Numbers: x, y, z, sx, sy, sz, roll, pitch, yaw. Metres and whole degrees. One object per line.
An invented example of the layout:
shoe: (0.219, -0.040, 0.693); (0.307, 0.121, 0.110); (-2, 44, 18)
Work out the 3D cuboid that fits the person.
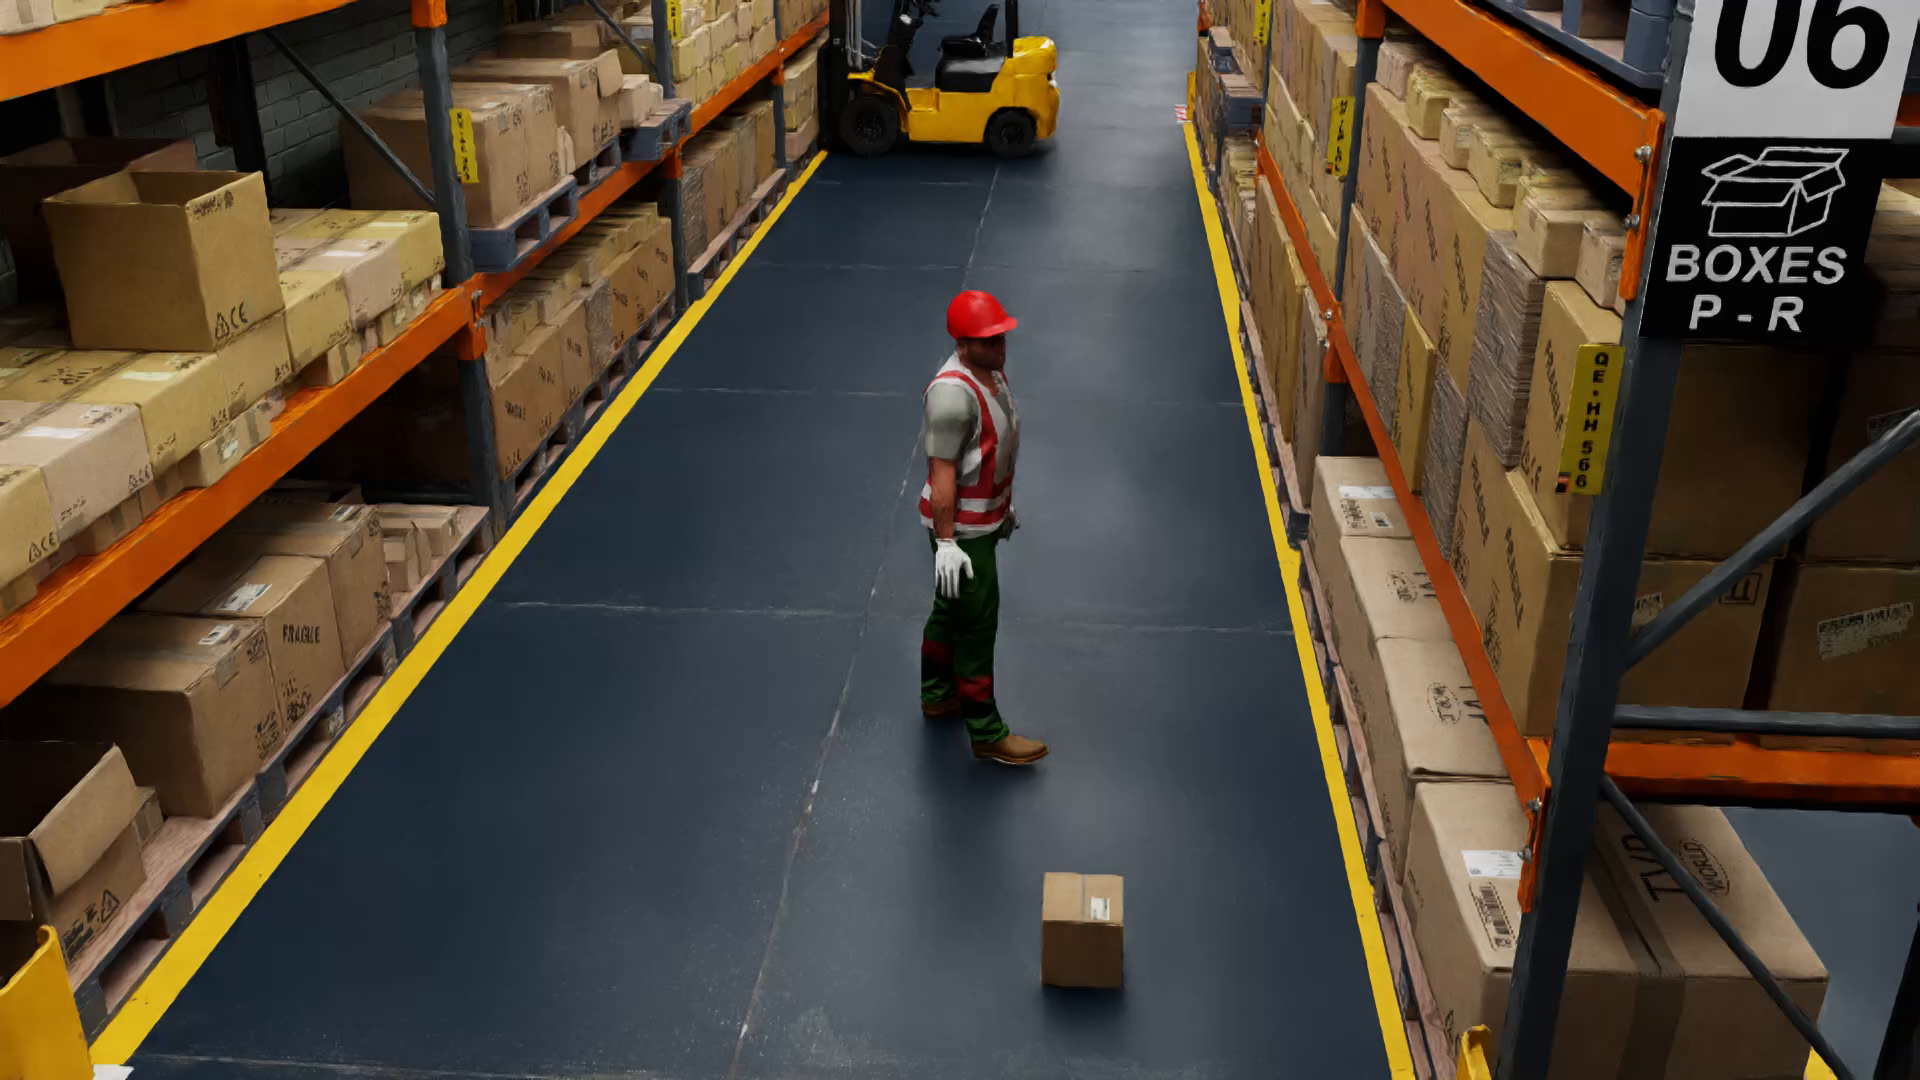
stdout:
person: (0.084, -0.042, 6.106); (0.577, 1.787, 0.689); (6, 25, 13)
